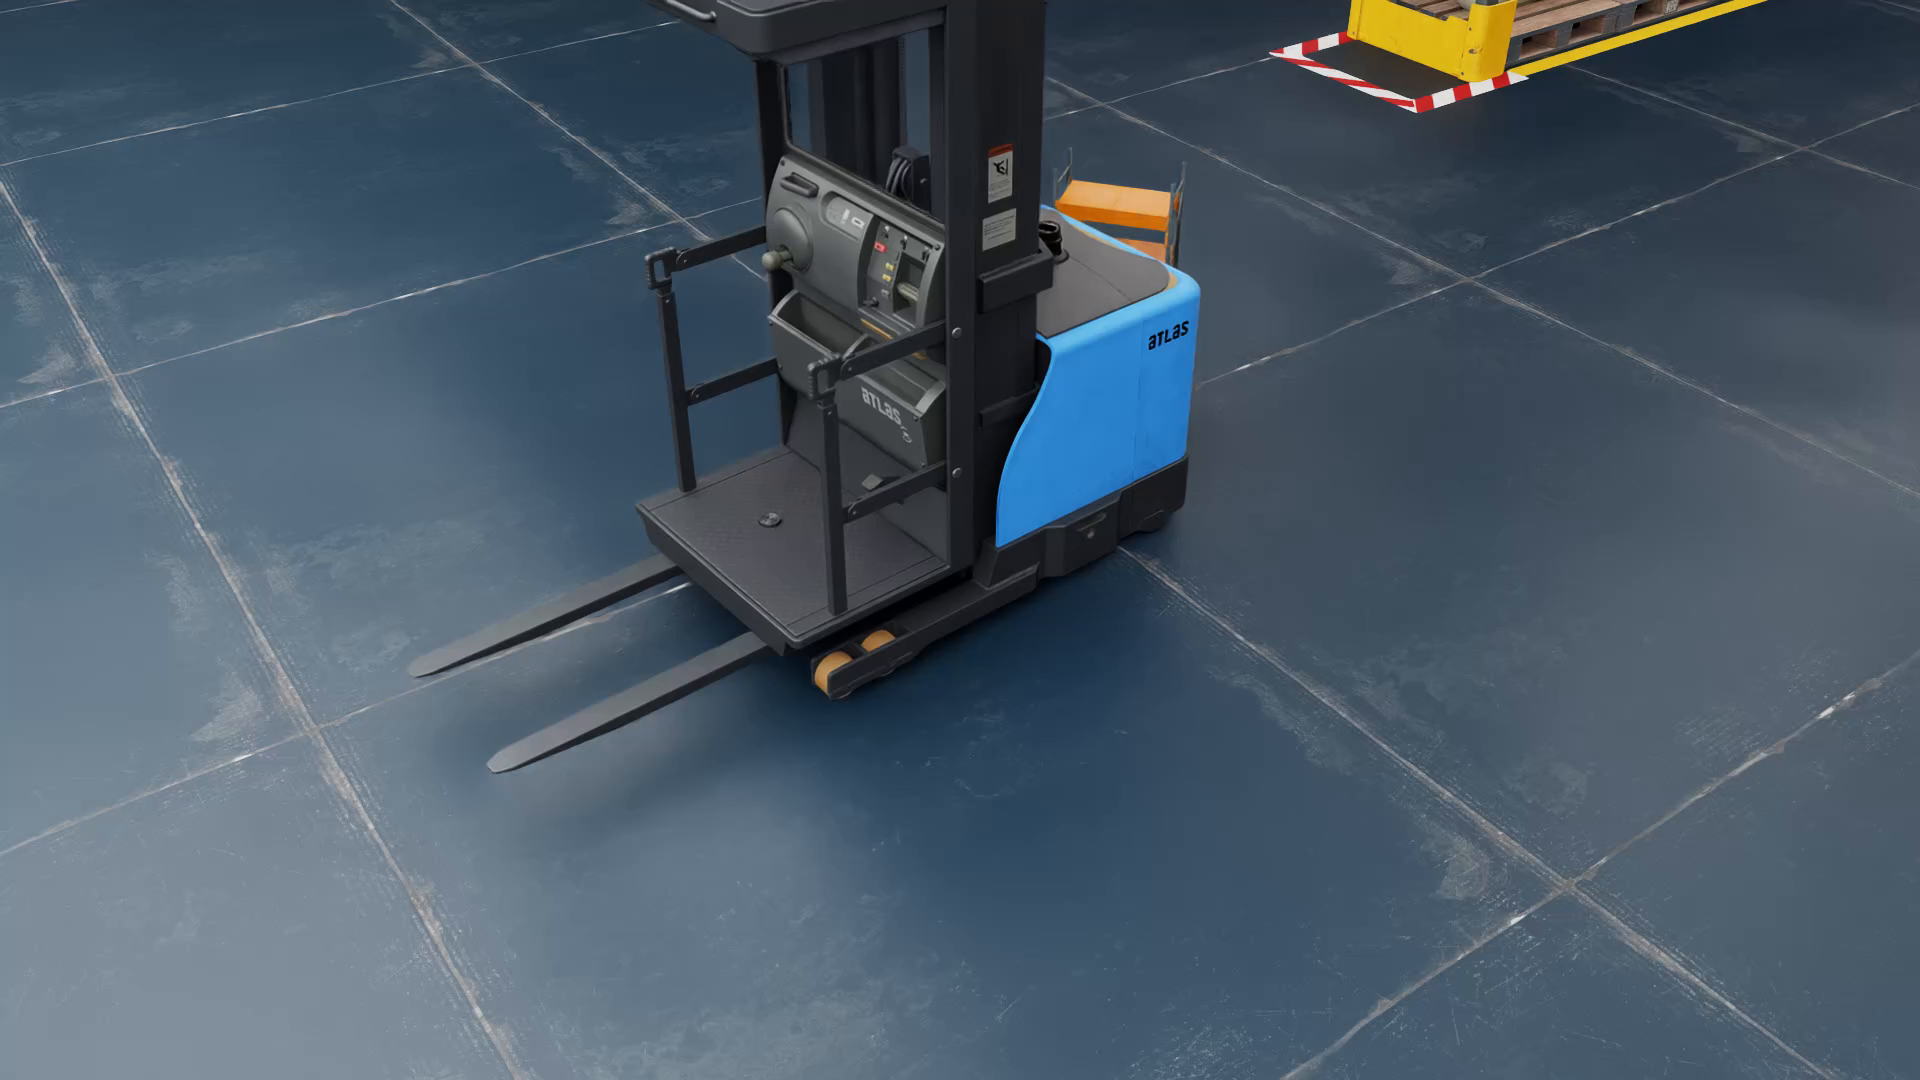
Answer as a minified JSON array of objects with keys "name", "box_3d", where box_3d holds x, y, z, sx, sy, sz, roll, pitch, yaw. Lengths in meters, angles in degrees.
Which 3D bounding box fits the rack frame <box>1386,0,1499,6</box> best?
[{"name":"rack frame","box_3d":[3.134,-4.498,10.436,0.127,3.000,1.000,-22,41,-28]}]

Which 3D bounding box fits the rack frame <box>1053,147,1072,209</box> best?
[{"name":"rack frame","box_3d":[0.428,-1.096,7.246,0.015,1.200,0.240,11,37,14]}]

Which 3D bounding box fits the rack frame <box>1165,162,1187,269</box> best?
[{"name":"rack frame","box_3d":[0.892,-1.009,7.125,0.015,1.200,0.240,11,37,14]}]

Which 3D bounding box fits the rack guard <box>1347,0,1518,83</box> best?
[{"name":"rack guard","box_3d":[3.169,-3.532,11.232,0.348,0.500,1.175,-22,41,-28]}]

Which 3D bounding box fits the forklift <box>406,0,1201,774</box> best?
[{"name":"forklift","box_3d":[-0.533,-0.971,5.590,3.031,2.935,1.130,-26,43,-31]}]

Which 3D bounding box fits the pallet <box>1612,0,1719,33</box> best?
[{"name":"pallet","box_3d":[4.833,-4.093,12.260,1.213,0.211,1.003,-22,41,-28]}]

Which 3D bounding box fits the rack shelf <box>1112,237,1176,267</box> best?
[{"name":"rack shelf","box_3d":[0.660,-1.179,7.094,0.480,0.148,0.258,11,37,14]}]

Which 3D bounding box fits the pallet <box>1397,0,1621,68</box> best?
[{"name":"pallet","box_3d":[3.836,-3.685,11.693,1.213,0.211,1.003,-22,41,-28]}]

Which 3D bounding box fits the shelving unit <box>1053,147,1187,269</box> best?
[{"name":"shelving unit","box_3d":[0.660,-1.052,7.185,0.503,1.200,0.258,11,37,14]}]

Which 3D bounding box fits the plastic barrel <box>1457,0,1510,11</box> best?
[{"name":"plastic barrel","box_3d":[3.628,-3.917,11.398,0.421,0.512,0.421,0,36,0]}]

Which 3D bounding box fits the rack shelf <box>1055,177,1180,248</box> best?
[{"name":"rack shelf","box_3d":[0.660,-1.371,6.956,0.480,0.148,0.258,11,37,14]}]
